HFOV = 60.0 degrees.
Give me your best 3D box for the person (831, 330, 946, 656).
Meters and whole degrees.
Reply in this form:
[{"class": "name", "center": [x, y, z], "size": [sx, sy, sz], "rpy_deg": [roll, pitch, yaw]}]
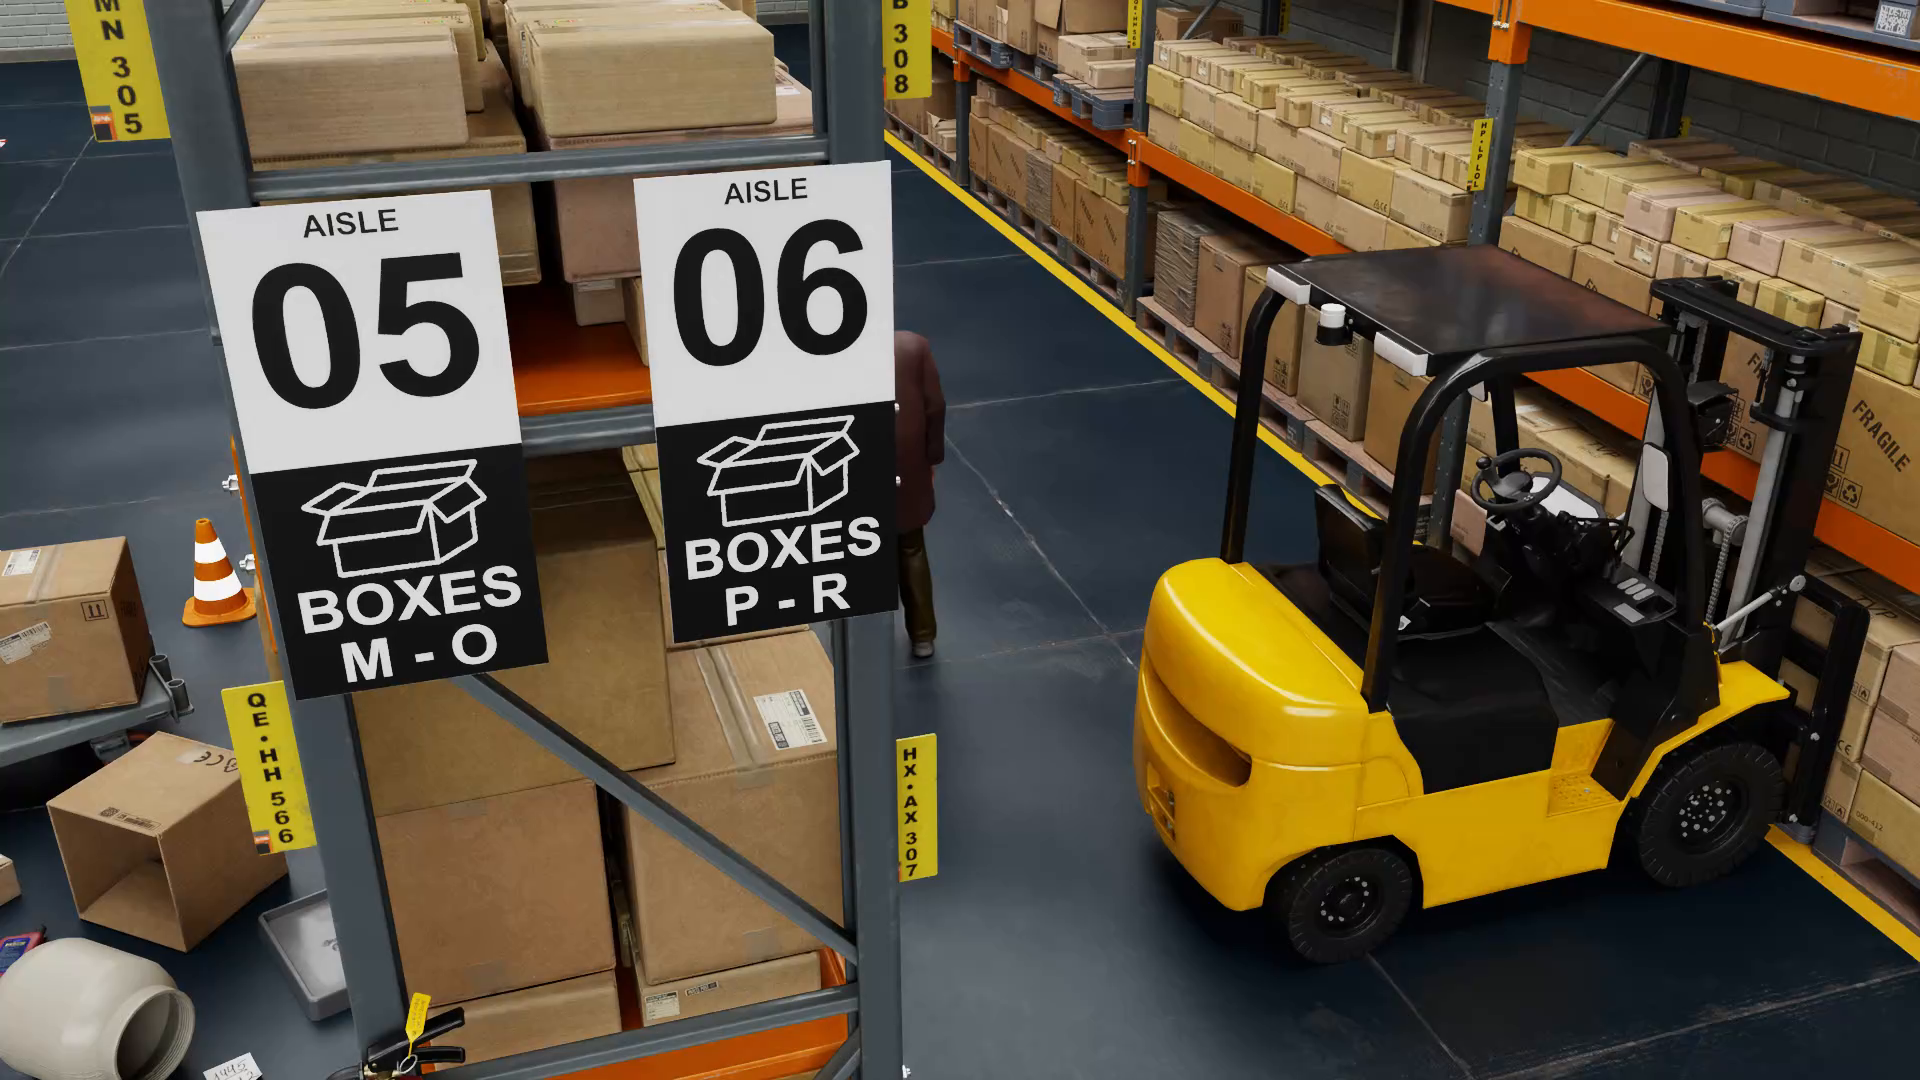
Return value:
[{"class": "person", "center": [-0.368, -0.292, 7.229], "size": [0.653, 1.774, 0.426], "rpy_deg": [-11, 28, -22]}]
